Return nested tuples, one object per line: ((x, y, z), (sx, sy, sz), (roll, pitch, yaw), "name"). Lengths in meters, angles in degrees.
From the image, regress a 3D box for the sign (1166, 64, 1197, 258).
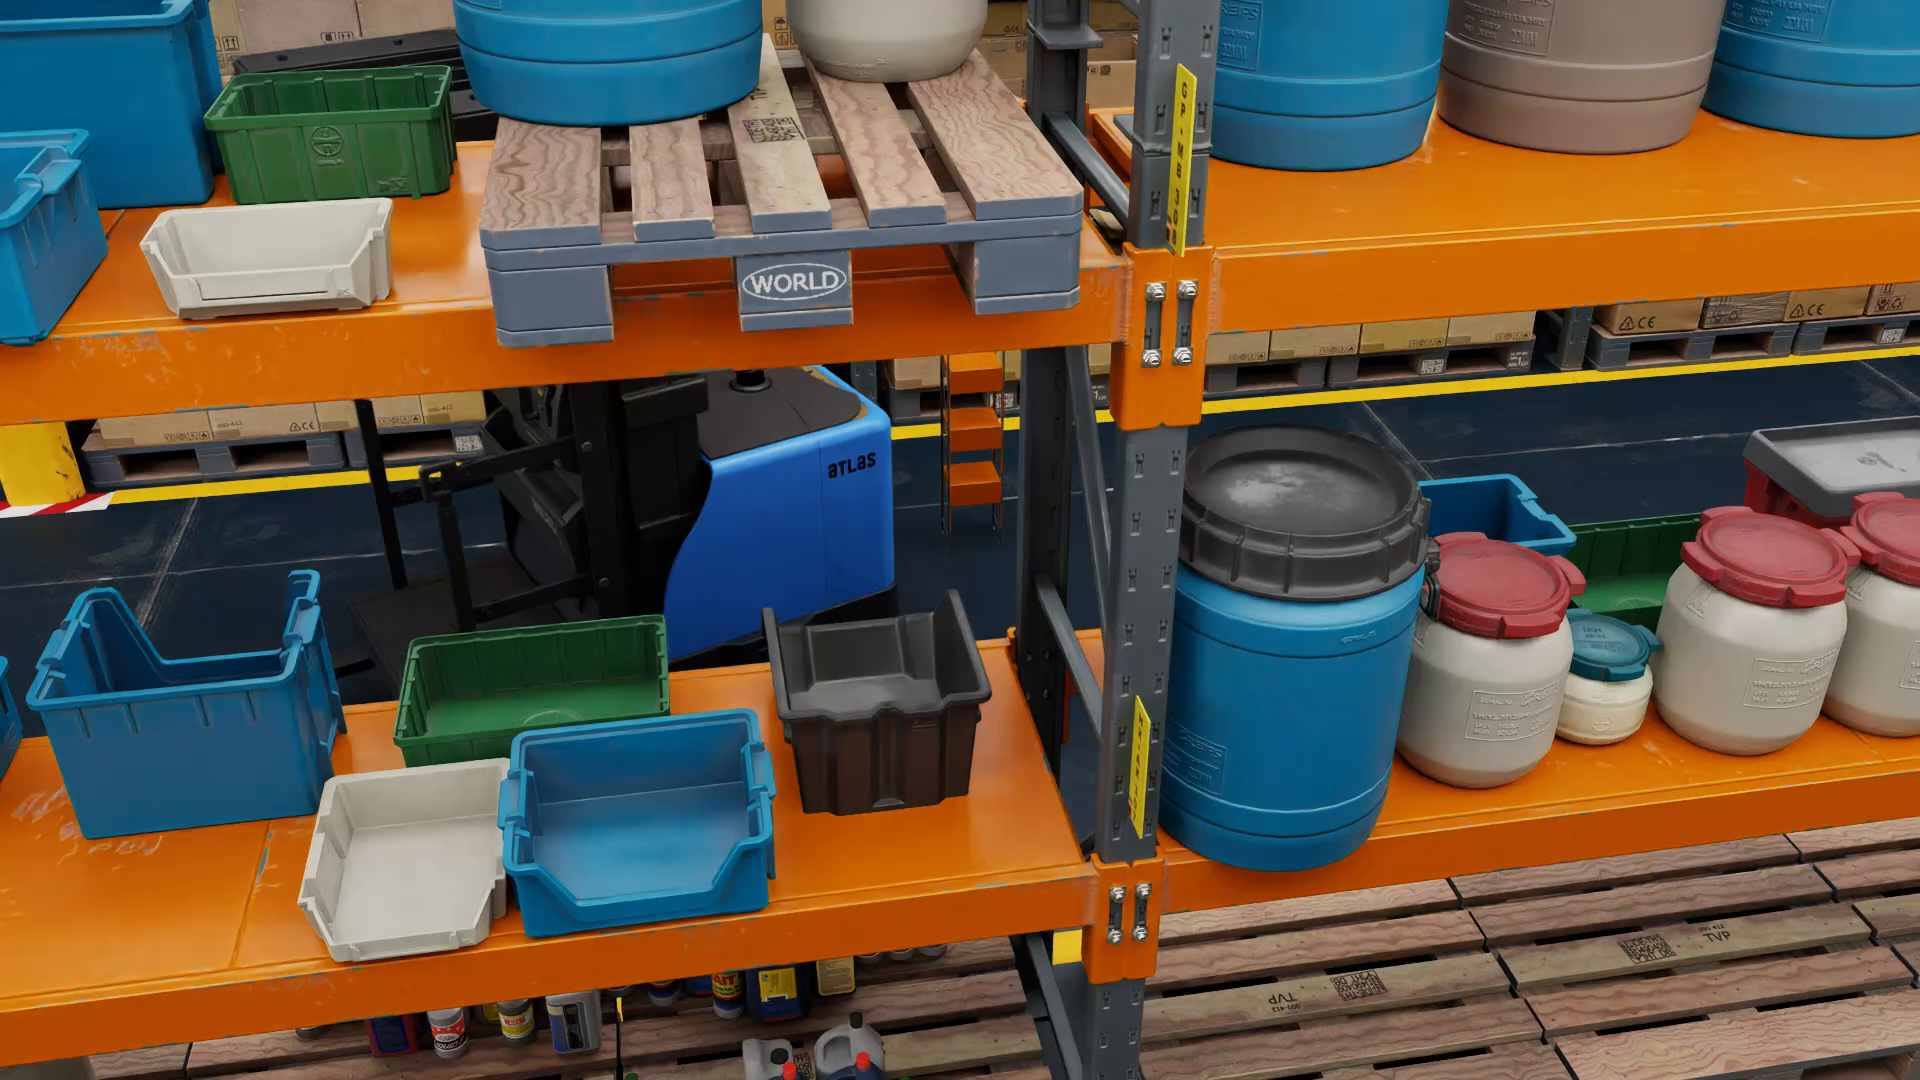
((0.394, -0.675, 2.971), (0.005, 0.325, 0.100), (-5, 31, -9), "sign")

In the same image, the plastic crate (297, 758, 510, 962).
((-1.246, 0.734, 3.802), (0.437, 0.136, 0.530), (-5, 31, -9), "plastic crate")

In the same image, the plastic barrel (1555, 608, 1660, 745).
((1.636, 0.362, 4.312), (0.301, 0.262, 0.301), (0, 30, 0), "plastic barrel")

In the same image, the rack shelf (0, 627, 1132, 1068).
((-1.661, 0.839, 4.074), (4.000, 0.370, 1.077), (-5, 31, -9), "rack shelf")

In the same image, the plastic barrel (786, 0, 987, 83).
((-0.153, -1.235, 3.406), (0.421, 0.512, 0.421), (0, 30, 0), "plastic barrel")

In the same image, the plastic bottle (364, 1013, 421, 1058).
((-1.628, 1.350, 4.740), (0.133, 0.283, 0.061), (-5, 31, -9), "plastic bottle")

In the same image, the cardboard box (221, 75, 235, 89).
((-3.339, -2.079, 7.588), (0.250, 0.149, 0.380), (-6, 31, -10), "cardboard box")

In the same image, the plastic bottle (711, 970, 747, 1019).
((-0.684, 1.273, 4.883), (0.097, 0.271, 0.097), (0, 30, 0), "plastic bottle")

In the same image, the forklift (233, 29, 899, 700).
((-1.773, -0.627, 5.924), (3.031, 2.935, 1.130), (-18, 35, -28), "forklift")

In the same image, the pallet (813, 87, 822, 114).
((-0.713, -3.463, 13.431), (1.213, 0.211, 1.003), (-5, 31, -9), "pallet")

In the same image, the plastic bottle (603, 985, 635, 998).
((-1.031, 1.261, 4.973), (0.097, 0.201, 0.097), (0, 30, 0), "plastic bottle")

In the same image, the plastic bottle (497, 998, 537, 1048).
((-1.285, 1.359, 4.806), (0.097, 0.201, 0.097), (0, 30, 0), "plastic bottle")

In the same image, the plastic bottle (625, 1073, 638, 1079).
((-0.826, 1.528, 4.437), (0.133, 0.283, 0.061), (-5, 31, -9), "plastic bottle")

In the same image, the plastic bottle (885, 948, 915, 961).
((-0.186, 1.183, 5.106), (0.097, 0.201, 0.097), (0, 30, 0), "plastic bottle")

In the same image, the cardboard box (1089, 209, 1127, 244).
((0.766, -1.636, 9.318), (0.500, 0.311, 0.500), (-5, 31, -9), "cardboard box")

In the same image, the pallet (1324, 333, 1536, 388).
((2.535, -1.231, 9.636), (1.213, 0.211, 1.003), (-5, 31, -9), "pallet")

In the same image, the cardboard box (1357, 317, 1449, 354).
((2.372, -1.266, 9.242), (0.500, 0.250, 0.500), (-6, 31, -10), "cardboard box")

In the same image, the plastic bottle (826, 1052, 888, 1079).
((-0.276, 1.501, 4.417), (0.185, 0.351, 0.144), (-6, 31, -10), "plastic bottle")

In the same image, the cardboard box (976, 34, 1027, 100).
((0.251, -3.879, 13.420), (0.500, 0.500, 0.700), (-5, 31, -8), "cardboard box")

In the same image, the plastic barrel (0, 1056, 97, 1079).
((-2.502, 1.459, 4.350), (0.421, 0.512, 0.421), (0, 30, 0), "plastic barrel")

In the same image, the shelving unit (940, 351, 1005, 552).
((0.053, -0.457, 7.492), (0.252, 1.050, 0.215), (-5, 31, -9), "shelving unit")

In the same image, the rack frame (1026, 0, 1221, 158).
((0.306, -2.240, 2.681), (0.127, 3.000, 1.000), (-5, 31, -9), "rack frame")

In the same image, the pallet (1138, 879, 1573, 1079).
((1.072, 1.457, 5.063), (1.213, 0.211, 1.003), (-5, 31, -9), "pallet")

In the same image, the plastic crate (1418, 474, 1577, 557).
((1.335, 0.097, 4.641), (0.575, 0.384, 0.392), (-5, 31, -9), "plastic crate")

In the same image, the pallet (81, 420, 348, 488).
((-3.772, -0.647, 8.642), (1.213, 0.211, 1.003), (-5, 31, -9), "pallet")

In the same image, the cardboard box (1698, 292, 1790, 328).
((4.365, -1.551, 9.460), (0.500, 0.500, 0.500), (-6, 31, -11), "cardboard box")

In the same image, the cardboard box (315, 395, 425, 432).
((-2.966, -0.785, 8.424), (0.500, 0.250, 0.500), (-5, 31, -9), "cardboard box")

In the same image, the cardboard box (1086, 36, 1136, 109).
((0.694, -2.277, 8.564), (0.500, 0.500, 0.500), (-3, 31, -5), "cardboard box")

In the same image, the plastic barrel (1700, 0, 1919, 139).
((2.054, -1.437, 3.780), (0.708, 0.901, 0.600), (-5, 31, -9), "plastic barrel")

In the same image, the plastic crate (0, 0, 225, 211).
((-1.807, -0.899, 3.376), (0.575, 0.384, 0.392), (-5, 31, -9), "plastic crate")

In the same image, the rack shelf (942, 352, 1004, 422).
((0.053, -0.693, 7.354), (0.240, 0.259, 0.215), (-5, 31, -9), "rack shelf")

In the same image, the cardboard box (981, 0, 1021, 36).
((0.186, -4.195, 13.218), (0.500, 0.250, 0.500), (-6, 31, -10), "cardboard box")

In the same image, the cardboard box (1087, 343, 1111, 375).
((0.871, -1.127, 9.006), (0.500, 0.250, 0.500), (-6, 31, -10), "cardboard box")

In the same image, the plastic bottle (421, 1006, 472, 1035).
((-1.512, 1.288, 4.854), (0.135, 0.276, 0.152), (-6, 31, -10), "plastic bottle")

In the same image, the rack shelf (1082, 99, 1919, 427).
((2.273, -0.819, 3.934), (4.000, 0.370, 1.077), (-5, 31, -9), "rack shelf")

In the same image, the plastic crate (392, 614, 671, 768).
((-1.080, 0.421, 4.284), (0.662, 0.188, 0.450), (-5, 31, -9), "plastic crate")

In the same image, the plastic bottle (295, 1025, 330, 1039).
((-1.901, 1.342, 4.835), (0.097, 0.201, 0.097), (0, 30, 0), "plastic bottle")

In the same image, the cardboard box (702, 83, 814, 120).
((-1.018, -2.123, 8.303), (0.500, 0.500, 0.700), (-6, 31, -10), "cardboard box")

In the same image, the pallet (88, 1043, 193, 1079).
((-2.762, 1.812, 4.461), (1.213, 0.211, 1.003), (-5, 31, -9), "pallet")

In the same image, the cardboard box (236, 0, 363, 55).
((-2.991, -2.499, 7.662), (0.500, 0.500, 0.700), (-5, 31, -9), "cardboard box")

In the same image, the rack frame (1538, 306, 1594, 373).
((3.352, -2.489, 9.023), (0.127, 3.000, 1.000), (-5, 31, -9), "rack frame")
